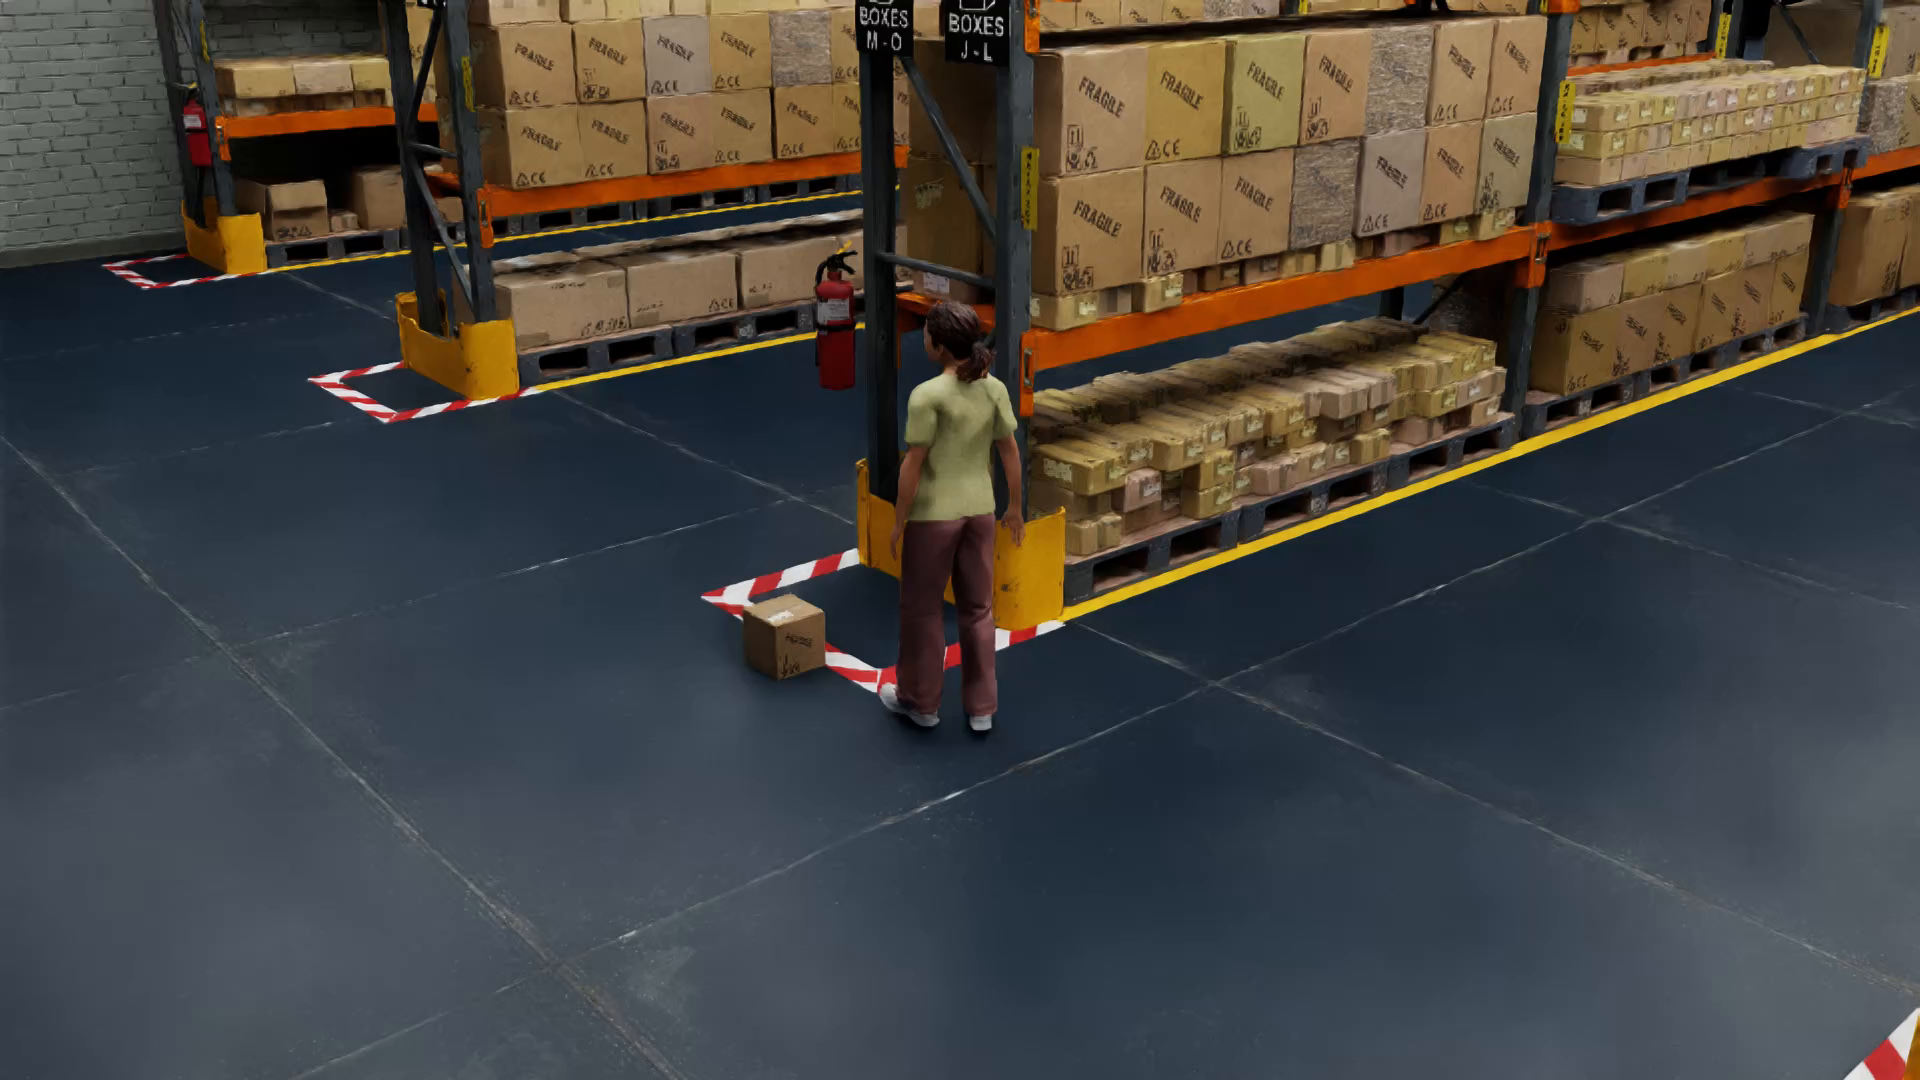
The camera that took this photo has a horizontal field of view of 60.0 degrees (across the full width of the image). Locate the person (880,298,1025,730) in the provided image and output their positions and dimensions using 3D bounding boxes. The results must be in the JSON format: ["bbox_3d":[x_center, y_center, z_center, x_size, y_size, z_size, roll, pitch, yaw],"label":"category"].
[{"bbox_3d":[-0.054,0.024,6.317,0.540,1.427,0.451,-13,25,-31],"label":"person"}]
